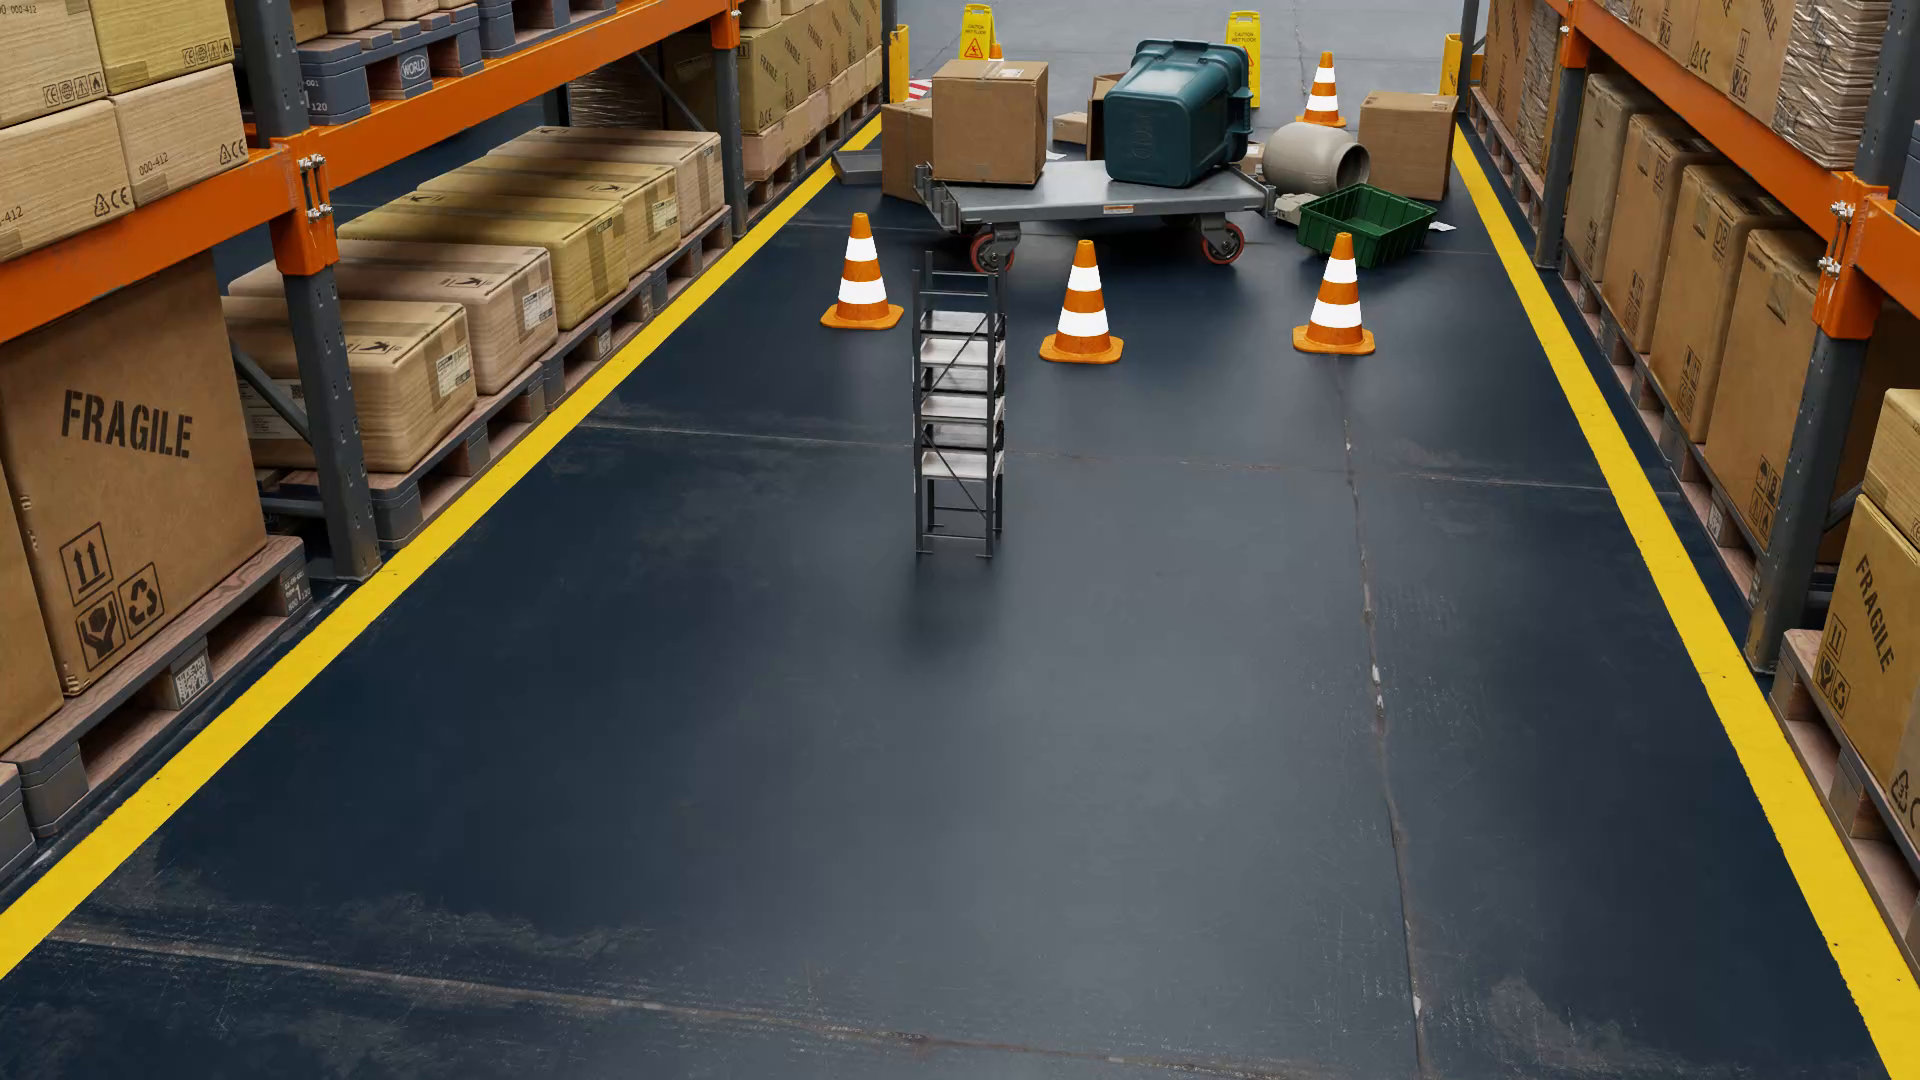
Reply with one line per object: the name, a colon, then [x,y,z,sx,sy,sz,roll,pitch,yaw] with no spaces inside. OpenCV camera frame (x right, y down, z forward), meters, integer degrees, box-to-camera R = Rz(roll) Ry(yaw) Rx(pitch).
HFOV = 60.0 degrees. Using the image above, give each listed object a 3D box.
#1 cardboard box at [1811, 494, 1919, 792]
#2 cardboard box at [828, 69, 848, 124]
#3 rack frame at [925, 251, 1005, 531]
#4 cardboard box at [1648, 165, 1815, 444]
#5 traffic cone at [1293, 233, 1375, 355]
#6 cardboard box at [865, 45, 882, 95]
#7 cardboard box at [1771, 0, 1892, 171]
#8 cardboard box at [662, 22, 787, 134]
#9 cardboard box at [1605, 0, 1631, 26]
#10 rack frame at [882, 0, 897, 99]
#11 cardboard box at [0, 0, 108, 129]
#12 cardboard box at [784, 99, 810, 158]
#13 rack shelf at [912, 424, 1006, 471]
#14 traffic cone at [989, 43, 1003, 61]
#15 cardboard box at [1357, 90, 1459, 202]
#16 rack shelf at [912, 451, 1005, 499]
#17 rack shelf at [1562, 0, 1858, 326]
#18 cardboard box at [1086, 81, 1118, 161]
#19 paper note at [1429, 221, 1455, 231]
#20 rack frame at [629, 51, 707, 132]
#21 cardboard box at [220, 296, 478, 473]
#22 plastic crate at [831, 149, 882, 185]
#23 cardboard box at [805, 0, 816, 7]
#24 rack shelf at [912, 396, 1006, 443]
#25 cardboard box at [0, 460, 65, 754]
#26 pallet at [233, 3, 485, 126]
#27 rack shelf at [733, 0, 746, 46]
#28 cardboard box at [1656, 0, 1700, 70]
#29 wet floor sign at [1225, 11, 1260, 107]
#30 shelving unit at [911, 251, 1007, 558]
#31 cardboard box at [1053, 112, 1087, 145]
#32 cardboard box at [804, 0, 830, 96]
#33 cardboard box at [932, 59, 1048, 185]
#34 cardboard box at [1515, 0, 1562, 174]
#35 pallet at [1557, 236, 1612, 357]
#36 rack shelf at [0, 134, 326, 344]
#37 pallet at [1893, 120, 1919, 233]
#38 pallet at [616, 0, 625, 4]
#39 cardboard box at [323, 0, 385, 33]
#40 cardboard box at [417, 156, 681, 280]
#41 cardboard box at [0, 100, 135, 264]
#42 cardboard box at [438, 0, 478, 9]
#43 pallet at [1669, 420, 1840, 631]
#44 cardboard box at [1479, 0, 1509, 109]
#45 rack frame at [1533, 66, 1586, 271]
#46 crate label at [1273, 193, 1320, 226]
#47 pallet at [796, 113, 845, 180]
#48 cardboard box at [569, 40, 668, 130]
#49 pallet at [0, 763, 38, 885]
cardboard box: [2.270,0.236,3.660,0.500,0.500,0.500,3,25,6]
cardboard box: [-0.995,-2.783,10.406,0.500,0.250,0.500,3,25,7]
rack frame: [0.015,-0.447,5.143,0.240,0.900,0.006,4,25,9]
cardboard box: [2.965,-0.769,5.514,1.050,0.750,0.750,4,25,9]
traffic cone: [1.582,-1.051,6.950,0.336,0.463,0.334,4,25,9]
cardboard box: [-0.826,-3.208,11.314,0.500,0.250,0.500,4,25,8]
cardboard box: [2.446,-1.236,4.234,0.500,0.500,0.500,4,25,9]
cardboard box: [-1.247,-2.470,8.852,0.500,0.500,0.500,5,26,11]
cardboard box: [2.857,-2.289,6.485,0.500,0.500,0.500,4,25,9]
rack frame: [-0.956,-4.630,11.604,1.000,3.000,0.127,4,25,9]
cardboard box: [-2.172,-1.008,3.452,0.500,0.250,0.500,3,25,7]
cardboard box: [-1.170,-2.354,9.489,0.500,0.250,0.500,5,26,11]
rack shelf: [-0.001,-0.292,5.104,0.258,0.077,0.200,4,25,9]
traffic cone: [0.247,-3.212,11.566,0.336,0.463,0.334,4,25,9]
cardboard box: [2.532,-2.246,9.456,0.500,0.500,0.500,8,26,18]
rack shelf: [-0.001,-0.211,5.142,0.258,0.077,0.200,4,25,9]
rack shelf: [2.964,-1.494,5.753,1.077,0.370,4.000,4,25,9]
cardboard box: [1.110,-2.259,9.323,0.797,0.637,0.503,4,25,9]
paper note: [2.507,-1.656,8.751,0.147,0.020,0.142,-14,29,-27]
rack frame: [-1.613,-2.958,8.030,0.949,2.616,0.053,4,25,9]
cardboard box: [-2.161,-0.520,5.427,0.950,0.372,0.625,2,25,5]
plastic crate: [-0.544,-2.235,9.930,0.402,0.080,0.583,-5,25,-10]
cardboard box: [-1.044,-3.140,9.518,0.380,0.149,0.250,5,26,12]
rack shelf: [-0.001,-0.374,5.066,0.258,0.077,0.200,4,25,9]
cardboard box: [-2.608,0.144,3.416,0.875,0.875,0.875,4,25,9]
pallet: [-2.252,-1.503,5.149,1.213,0.211,1.003,4,25,9]
rack shelf: [-1.283,-3.468,9.969,1.077,0.370,4.000,4,25,9]
cardboard box: [2.690,-1.868,5.585,0.500,0.500,0.500,4,25,9]
wet floor sign: [1.996,-3.413,11.779,0.267,0.644,0.232,0,25,-1]
shelving unit: [-0.001,-0.404,5.052,0.258,0.900,0.210,4,25,9]
cardboard box: [0.823,-2.651,10.739,0.380,0.149,0.250,19,31,35]
cardboard box: [-1.084,-2.911,9.795,0.500,0.500,0.500,5,26,11]
cardboard box: [0.152,-2.057,8.162,0.500,0.500,0.500,4,25,9]
cardboard box: [3.606,-2.520,9.106,0.875,0.875,0.875,4,25,9]
pallet: [3.239,-1.066,7.278,1.003,0.211,1.213,4,25,9]
rack shelf: [-2.590,-0.122,2.821,1.077,0.370,4.000,4,25,9]
pallet: [2.626,-0.591,3.201,1.213,0.211,1.003,4,25,9]
pallet: [-1.878,-2.561,7.409,1.003,0.211,1.213,4,25,9]
cardboard box: [-1.947,-1.600,4.930,0.380,0.149,0.250,2,25,5]
cardboard box: [-1.807,-1.437,7.386,0.950,0.372,0.625,6,26,12]
cardboard box: [-2.158,-0.772,3.538,0.500,0.250,0.500,4,25,9]
cardboard box: [-1.792,-1.825,5.411,0.380,0.149,0.250,4,25,9]
pallet: [2.840,-0.045,5.098,1.003,0.211,1.213,4,25,9]
cardboard box: [3.899,-3.269,10.707,0.875,0.875,0.875,4,25,9]
rack frame: [3.291,-2.657,7.387,1.000,3.000,0.127,4,25,9]
crate label: [1.819,-1.751,8.829,0.298,0.136,0.250,-14,29,-27]
pallet: [-1.337,-2.489,10.319,1.003,0.211,1.213,4,25,9]
cardboard box: [-1.777,-2.508,8.933,0.500,0.500,0.500,4,25,8]
pallet: [-2.668,0.812,3.267,1.003,0.211,1.213,4,25,9]
